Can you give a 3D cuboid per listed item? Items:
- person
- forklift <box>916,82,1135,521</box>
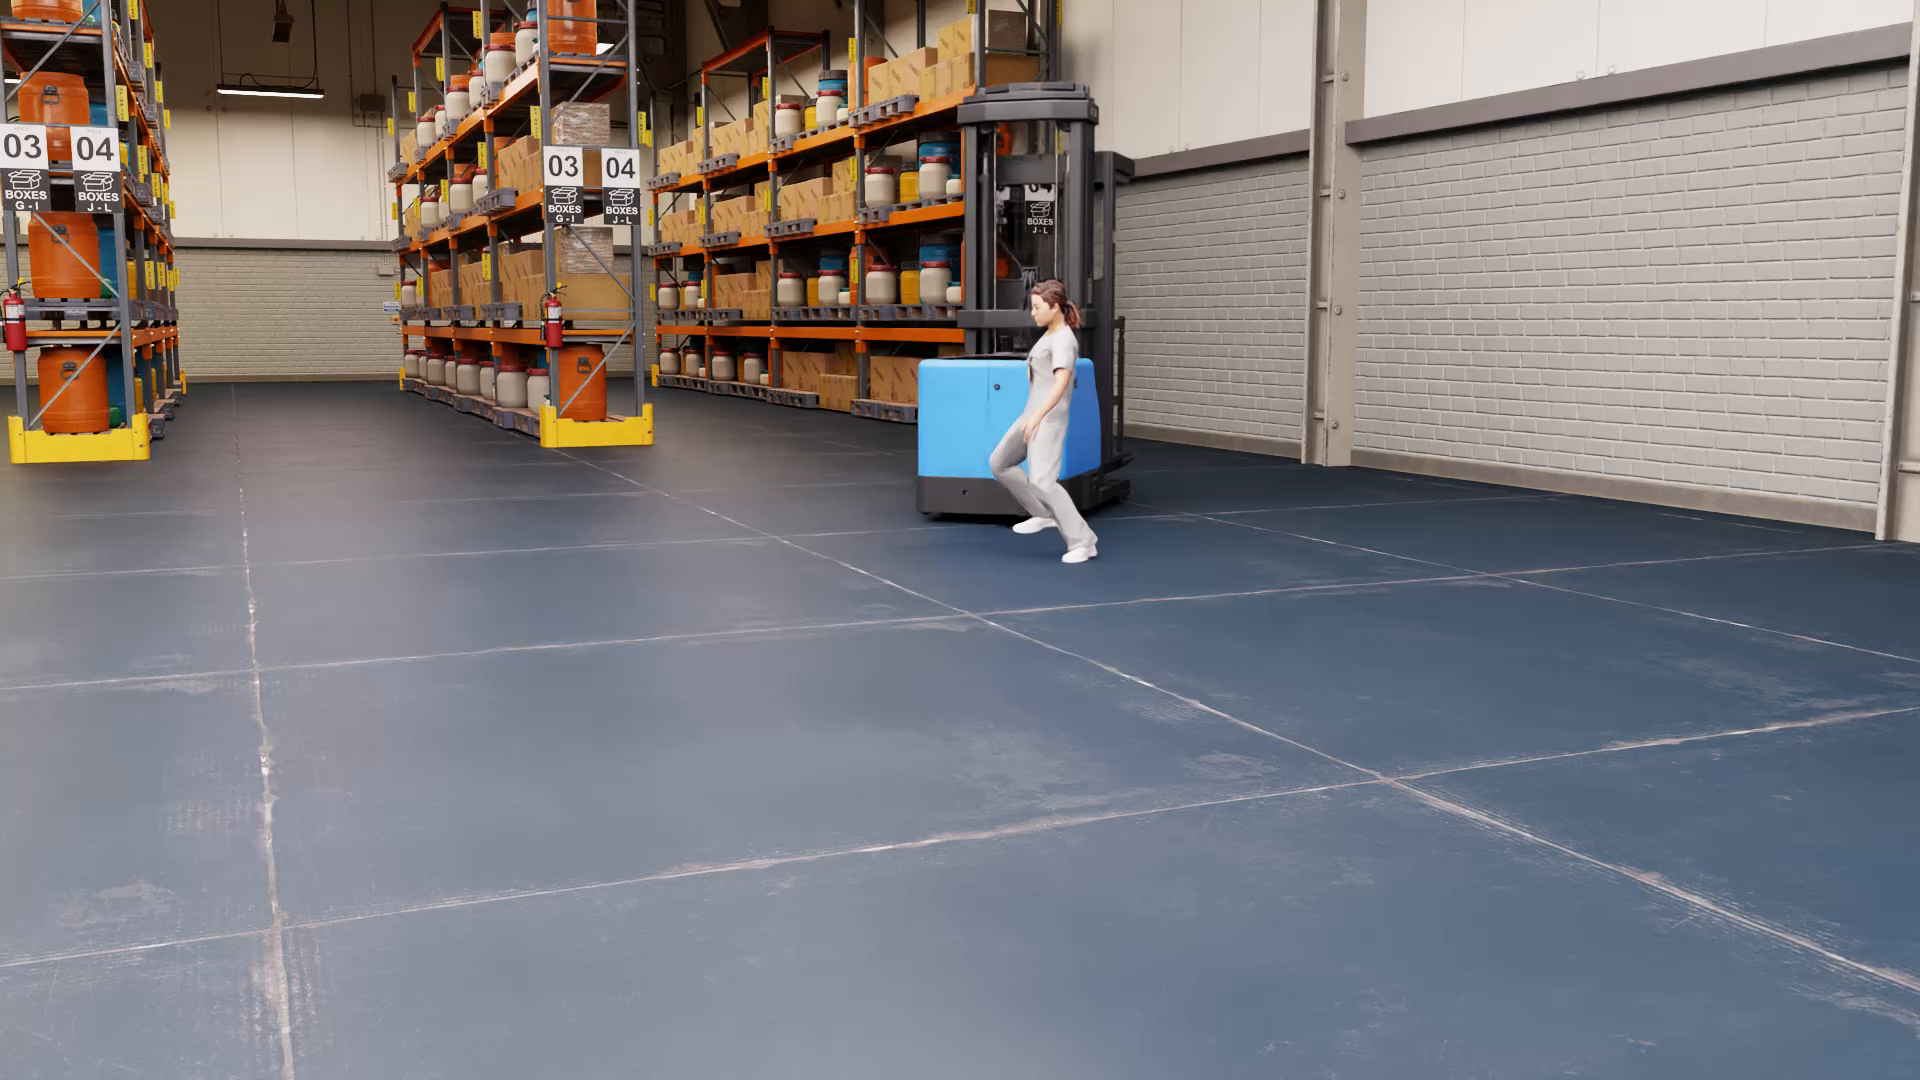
[{"bbox_3d":[0.480,-0.690,9.490,0.586,1.573,0.824,0,8,-3],"label":"person"},{"bbox_3d":[0.640,-1.736,12.112,1.130,2.935,3.031,2,8,17],"label":"forklift"}]
